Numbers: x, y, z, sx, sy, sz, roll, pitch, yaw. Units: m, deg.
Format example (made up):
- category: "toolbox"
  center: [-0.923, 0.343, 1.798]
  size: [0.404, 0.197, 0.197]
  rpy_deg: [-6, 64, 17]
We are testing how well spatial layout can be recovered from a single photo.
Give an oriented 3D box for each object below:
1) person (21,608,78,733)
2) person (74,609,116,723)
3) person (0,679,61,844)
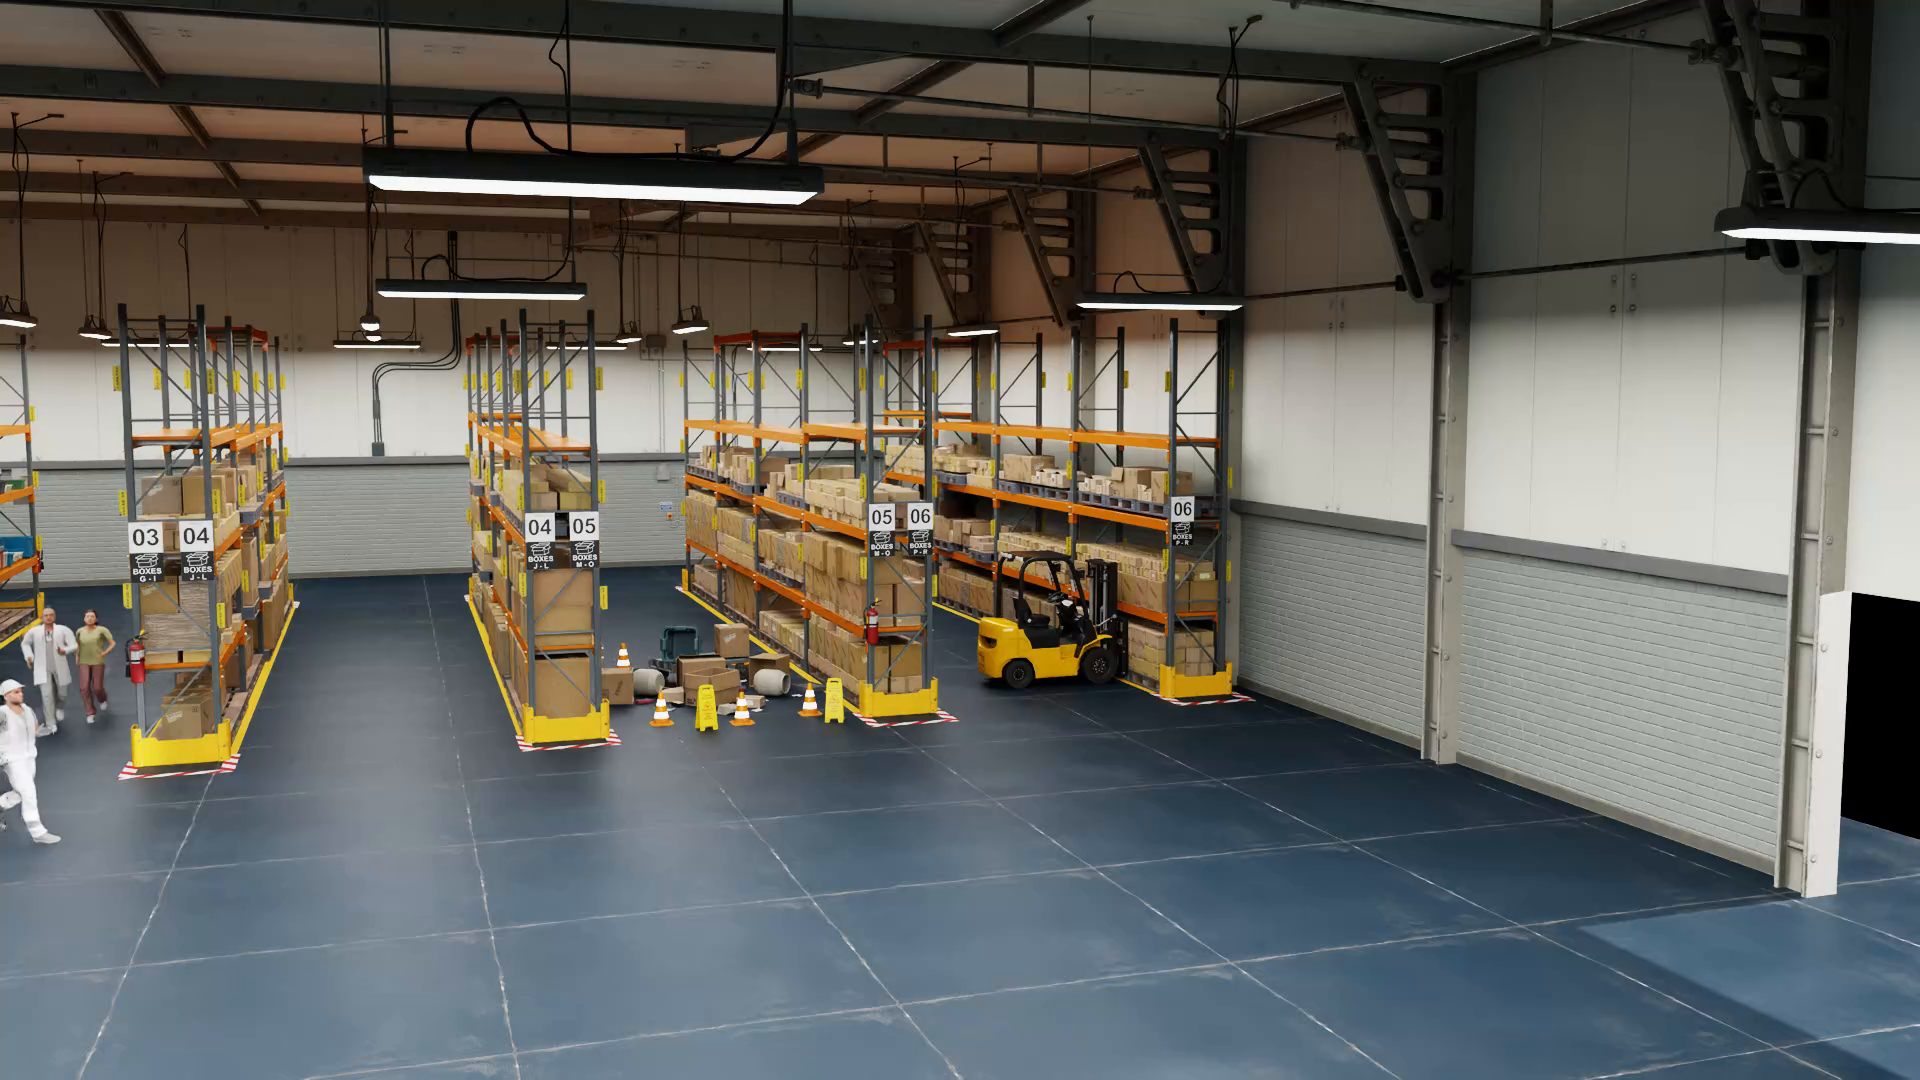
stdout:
- category: "person"
  center: [-13.088, 1.855, 23.934]
  size: [0.719, 1.752, 0.979]
  rpy_deg: [-3, 6, -30]
- category: "person"
  center: [-12.885, 1.853, 24.749]
  size: [0.596, 1.666, 0.702]
  rpy_deg: [-1, 6, -15]
- category: "person"
  center: [-10.198, 2.386, 18.014]
  size: [0.960, 1.766, 0.662]
  rpy_deg: [1, 5, 9]
